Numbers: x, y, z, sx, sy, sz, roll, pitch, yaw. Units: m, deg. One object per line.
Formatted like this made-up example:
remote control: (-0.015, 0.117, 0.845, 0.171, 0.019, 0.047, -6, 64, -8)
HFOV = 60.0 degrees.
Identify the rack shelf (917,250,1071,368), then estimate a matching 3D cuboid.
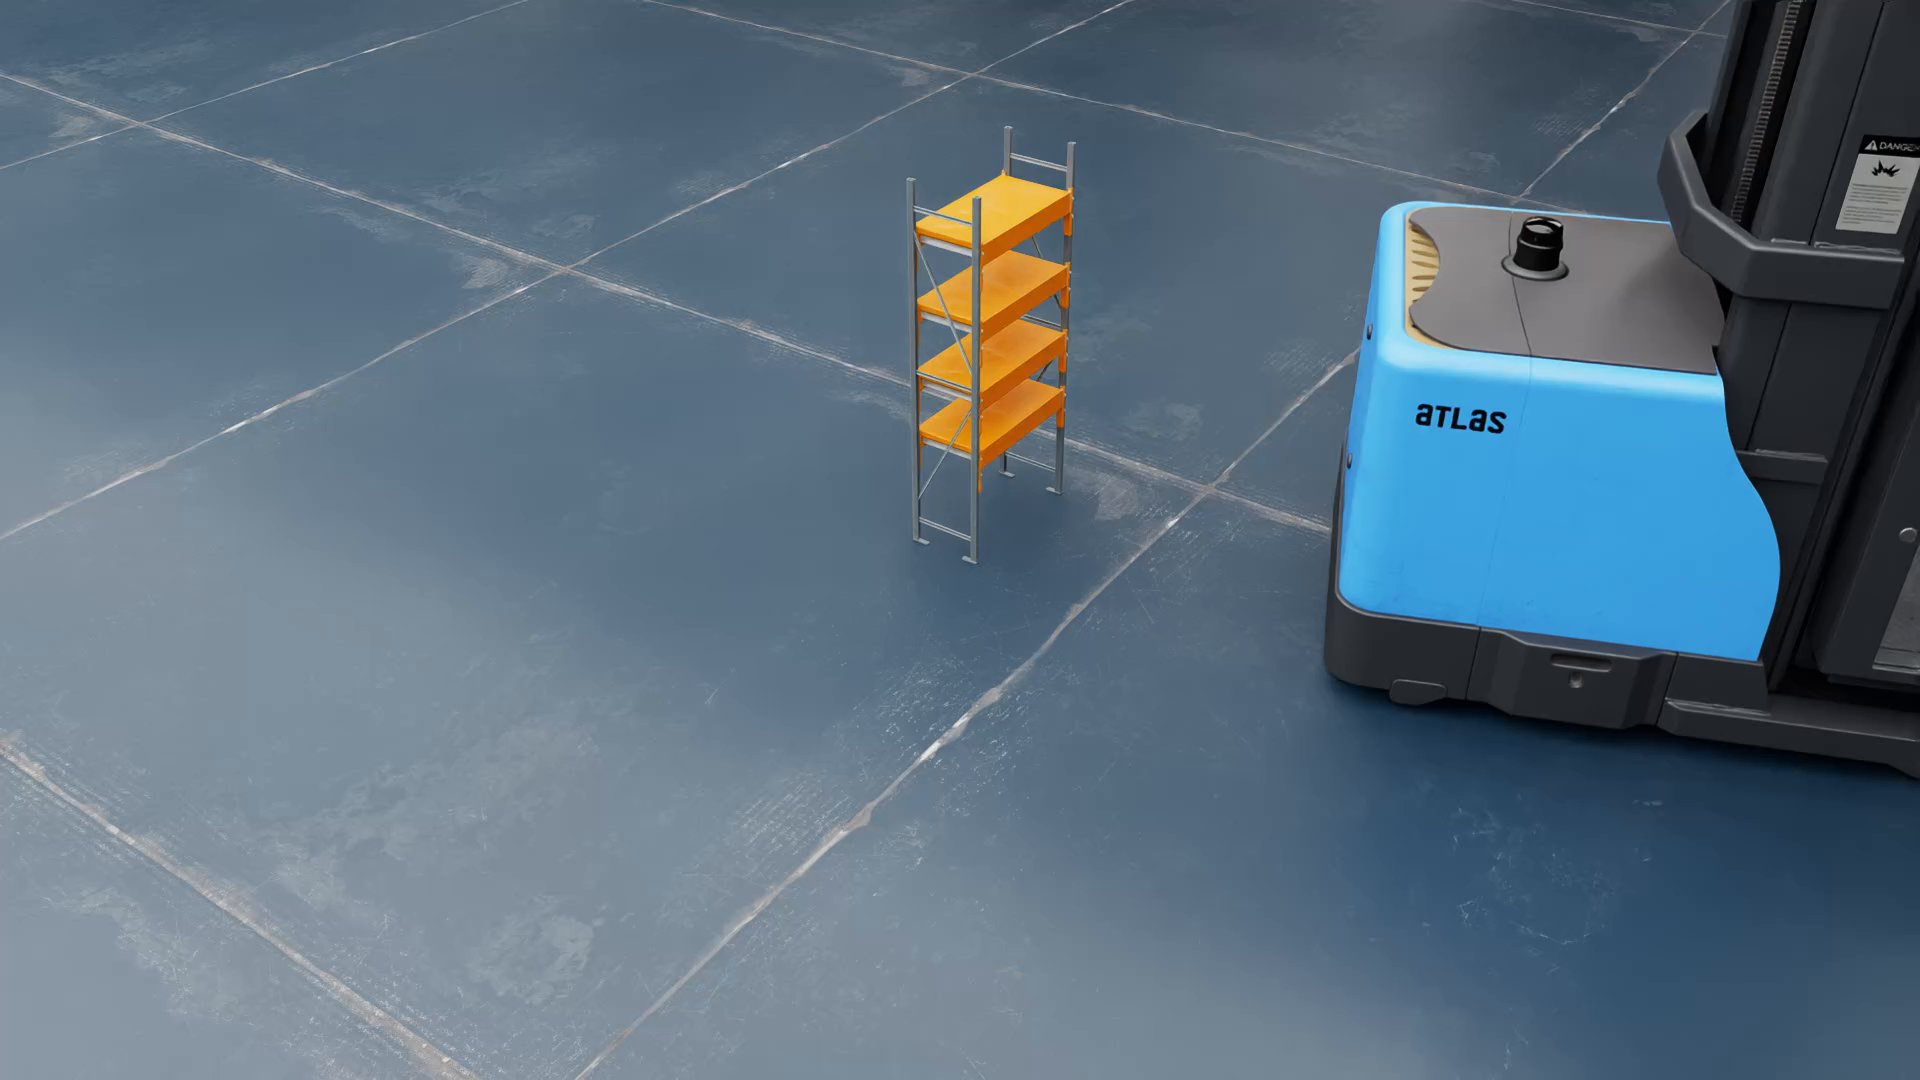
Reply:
rack shelf: (0.094, -0.703, 4.939, 0.258, 0.148, 0.480, 21, 39, 28)

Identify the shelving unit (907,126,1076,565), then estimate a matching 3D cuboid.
shelving unit: (0.094, -0.573, 5.027, 0.258, 1.200, 0.503, 21, 39, 28)

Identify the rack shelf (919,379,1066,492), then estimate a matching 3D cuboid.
rack shelf: (0.094, -0.353, 5.175, 0.258, 0.148, 0.480, 21, 39, 28)

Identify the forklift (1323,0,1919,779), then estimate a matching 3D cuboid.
forklift: (2.584, -0.870, 3.921, 3.031, 2.935, 1.130, 7, 35, 10)

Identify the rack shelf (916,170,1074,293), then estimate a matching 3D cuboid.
rack shelf: (0.094, -0.899, 4.806, 0.258, 0.148, 0.480, 21, 39, 28)

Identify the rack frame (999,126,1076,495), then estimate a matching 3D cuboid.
rack frame: (0.234, -0.685, 5.193, 0.240, 1.200, 0.015, 21, 39, 28)

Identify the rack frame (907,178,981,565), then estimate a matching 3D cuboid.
rack frame: (-0.045, -0.461, 4.860, 0.240, 1.200, 0.015, 21, 39, 28)

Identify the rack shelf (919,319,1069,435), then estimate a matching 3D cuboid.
rack shelf: (0.094, -0.517, 5.064, 0.258, 0.148, 0.480, 21, 39, 28)
